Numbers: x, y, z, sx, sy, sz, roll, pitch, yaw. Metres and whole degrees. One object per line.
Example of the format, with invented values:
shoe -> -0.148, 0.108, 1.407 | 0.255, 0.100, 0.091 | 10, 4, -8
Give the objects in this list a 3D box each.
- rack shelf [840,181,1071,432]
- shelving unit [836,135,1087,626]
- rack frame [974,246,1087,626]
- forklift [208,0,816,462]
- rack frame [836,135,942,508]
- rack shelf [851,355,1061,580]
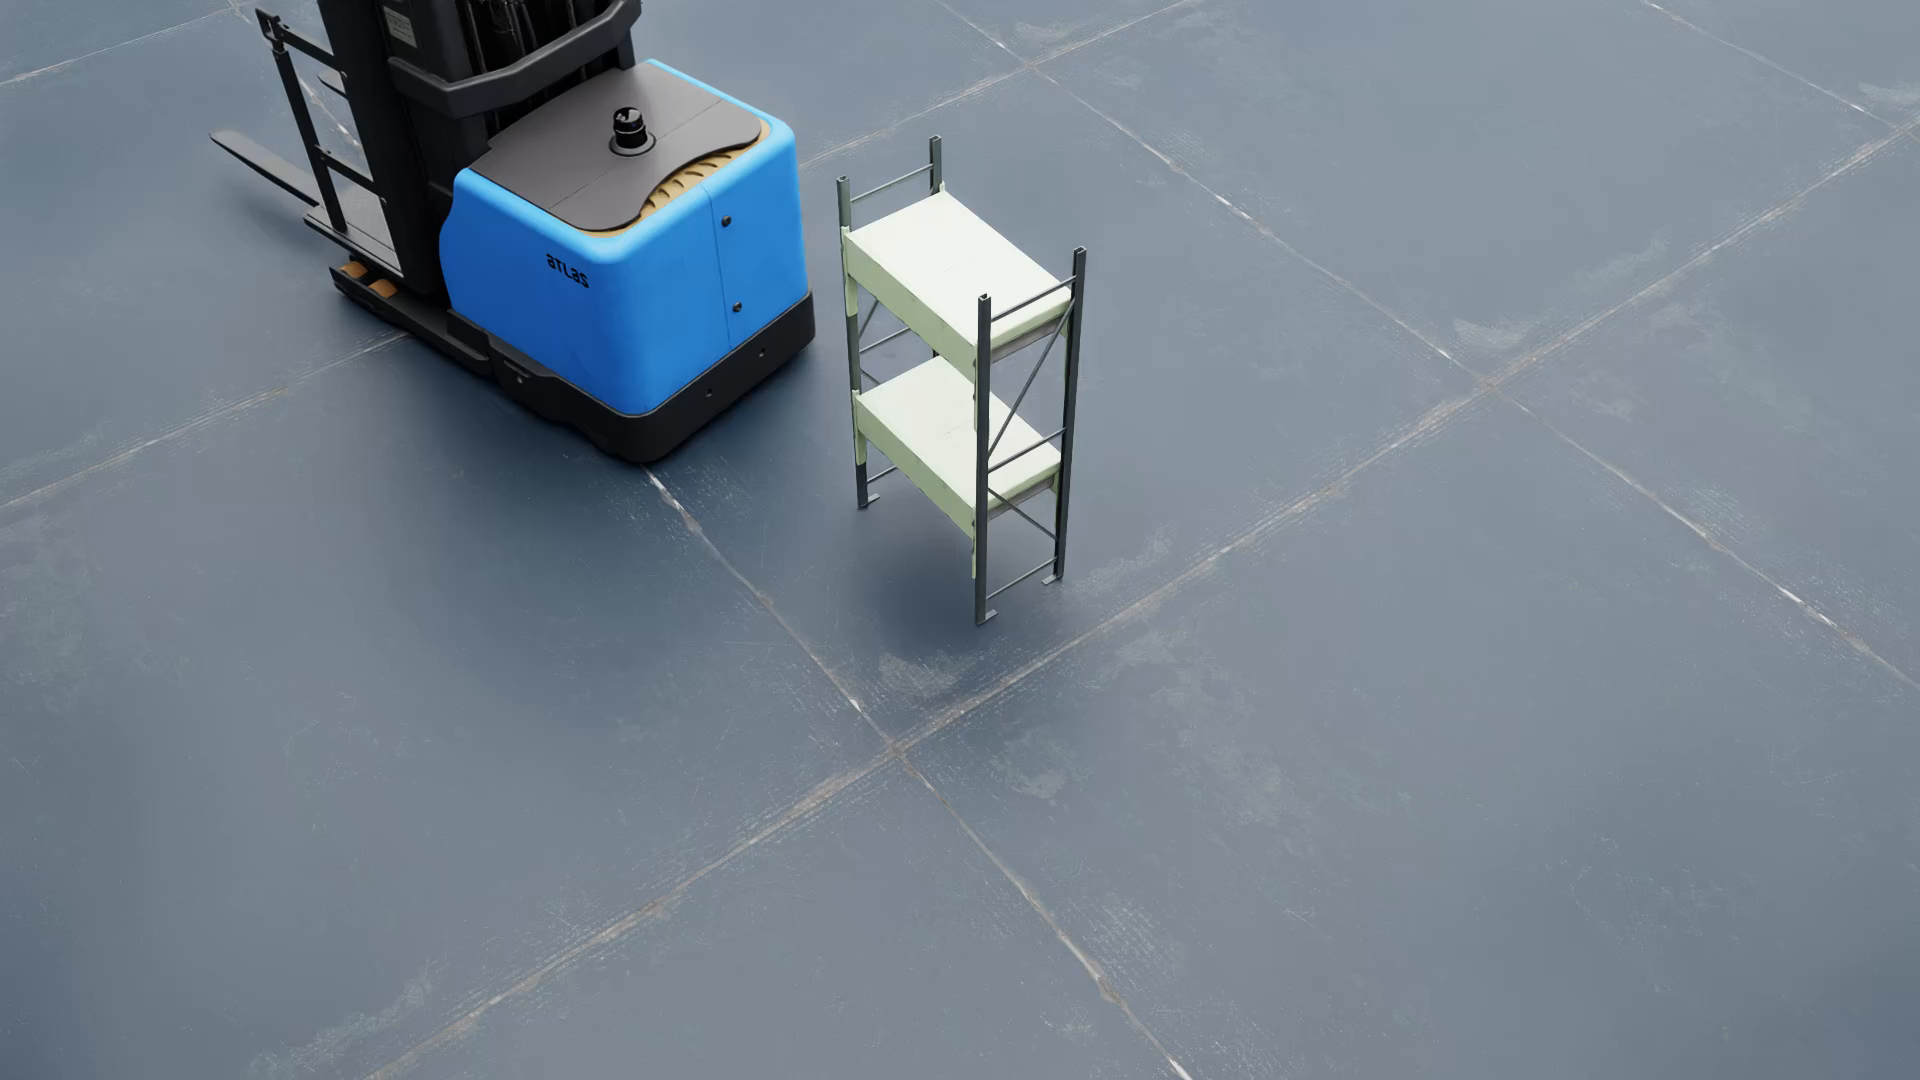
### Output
rack shelf -> -0.004, -0.770, 5.409 | 0.431, 0.370, 0.720 | -29, 54, -24
shelving unit -> -0.004, -0.508, 5.698 | 0.431, 1.500, 0.755 | -29, 54, -24
rack frame -> 0.218, -0.292, 5.502 | 0.400, 1.500, 0.023 | -29, 54, -24
forklift -> -2.070, -2.207, 6.272 | 3.031, 2.935, 1.130 | 31, 55, 25
rack frame -> -0.226, -0.723, 5.894 | 0.400, 1.500, 0.023 | -29, 54, -24
rack shelf -> -0.004, -0.289, 5.939 | 0.431, 0.370, 0.720 | -29, 54, -24
